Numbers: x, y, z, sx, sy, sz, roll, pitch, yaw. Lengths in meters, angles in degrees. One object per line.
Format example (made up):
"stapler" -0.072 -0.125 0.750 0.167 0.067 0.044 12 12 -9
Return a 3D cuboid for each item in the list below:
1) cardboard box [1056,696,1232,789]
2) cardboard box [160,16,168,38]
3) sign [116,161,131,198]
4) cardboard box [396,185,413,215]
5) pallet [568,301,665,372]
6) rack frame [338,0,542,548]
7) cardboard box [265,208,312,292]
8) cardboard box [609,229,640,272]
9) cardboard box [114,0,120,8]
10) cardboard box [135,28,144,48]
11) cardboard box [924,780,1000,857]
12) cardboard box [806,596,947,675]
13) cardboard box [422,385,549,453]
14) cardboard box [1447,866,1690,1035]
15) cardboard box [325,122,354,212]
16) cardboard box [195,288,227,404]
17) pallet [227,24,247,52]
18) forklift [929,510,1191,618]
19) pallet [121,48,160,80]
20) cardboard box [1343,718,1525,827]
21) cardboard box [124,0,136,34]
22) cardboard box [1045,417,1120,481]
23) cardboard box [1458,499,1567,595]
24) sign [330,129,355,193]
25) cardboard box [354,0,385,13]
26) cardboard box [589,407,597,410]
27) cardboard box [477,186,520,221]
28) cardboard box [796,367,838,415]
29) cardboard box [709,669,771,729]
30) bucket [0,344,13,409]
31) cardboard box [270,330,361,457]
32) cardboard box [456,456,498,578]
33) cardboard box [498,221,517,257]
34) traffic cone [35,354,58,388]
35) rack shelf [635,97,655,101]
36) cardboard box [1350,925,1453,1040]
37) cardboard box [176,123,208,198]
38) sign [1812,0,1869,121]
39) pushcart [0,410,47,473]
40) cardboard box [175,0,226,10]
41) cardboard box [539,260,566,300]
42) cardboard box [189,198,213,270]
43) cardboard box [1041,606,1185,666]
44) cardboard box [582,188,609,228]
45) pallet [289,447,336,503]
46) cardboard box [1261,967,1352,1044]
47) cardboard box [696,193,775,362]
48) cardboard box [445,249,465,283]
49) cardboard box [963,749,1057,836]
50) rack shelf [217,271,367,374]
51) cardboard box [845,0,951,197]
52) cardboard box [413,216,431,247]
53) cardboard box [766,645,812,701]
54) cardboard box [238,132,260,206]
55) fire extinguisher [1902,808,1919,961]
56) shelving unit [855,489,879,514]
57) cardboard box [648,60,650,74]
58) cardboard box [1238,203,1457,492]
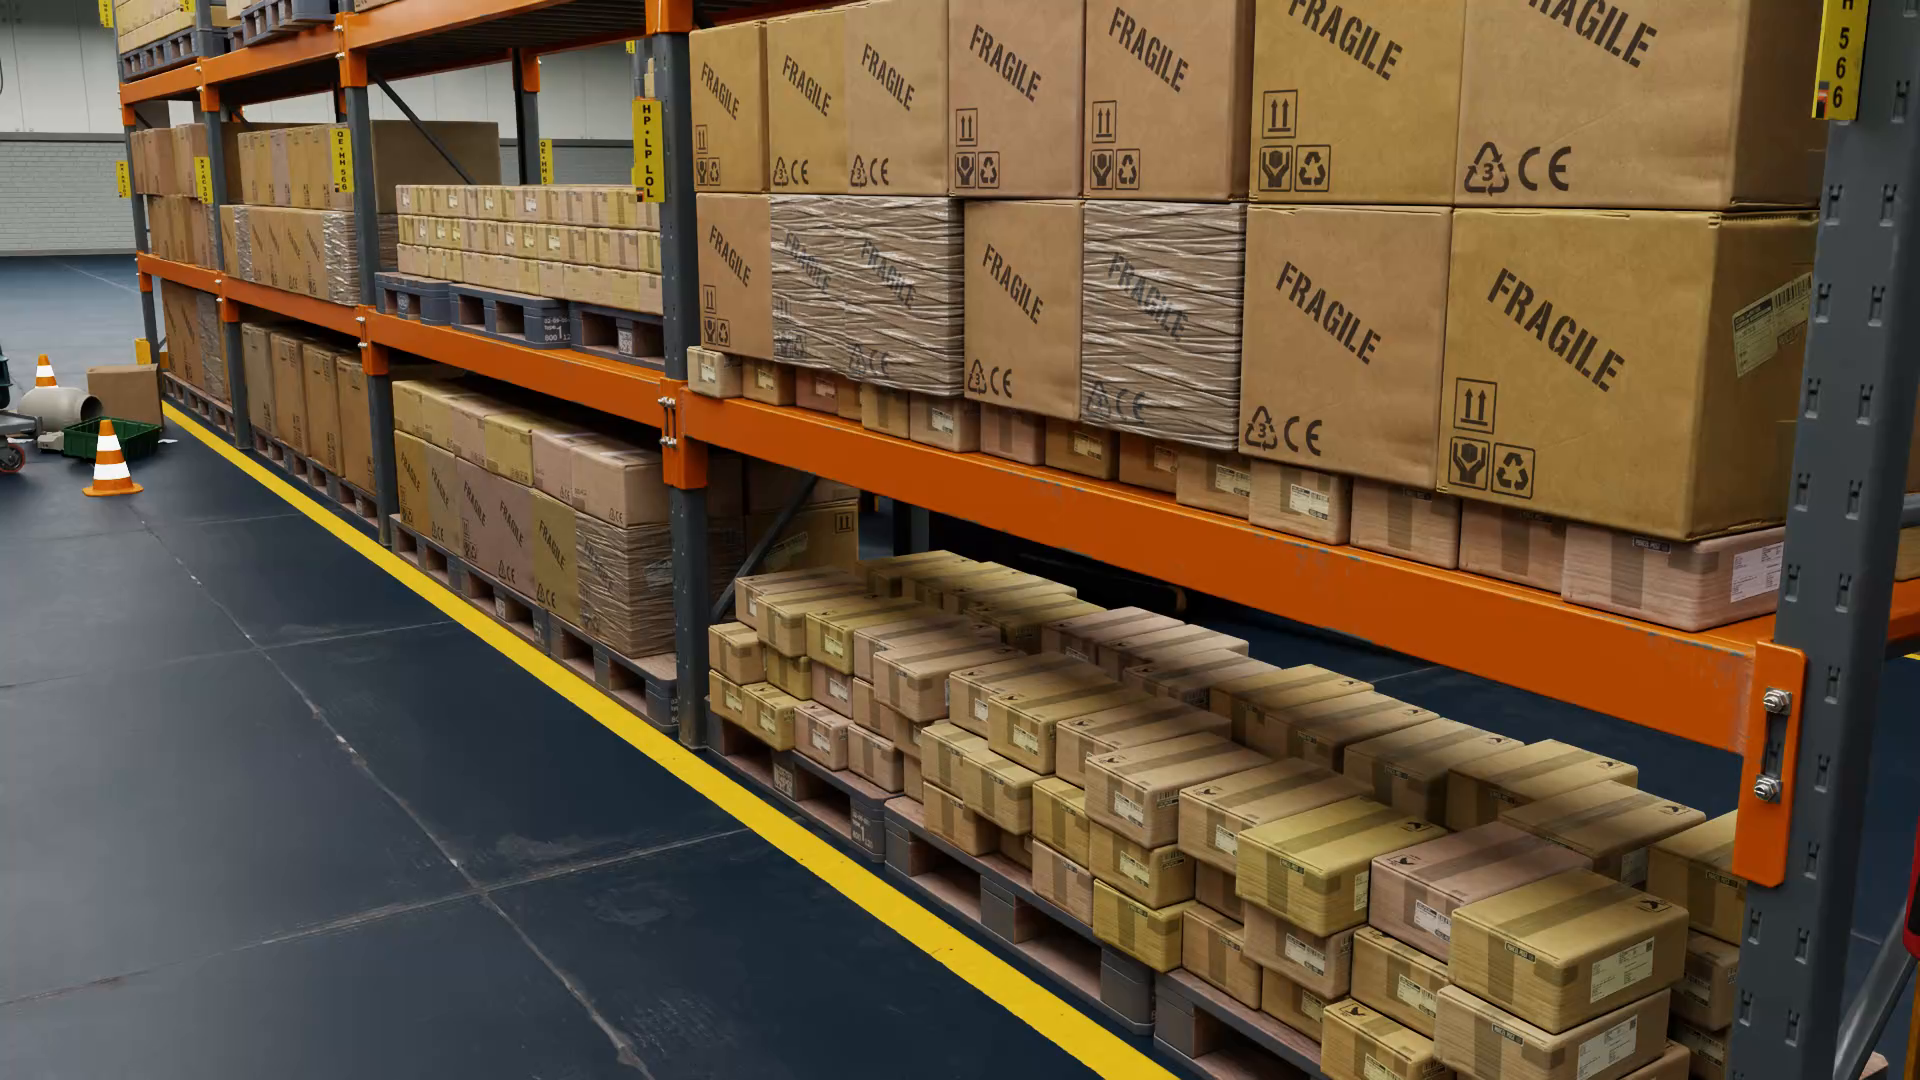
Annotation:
"cardboard box" 0.466 0.528 4.222 0.380 0.149 0.250 -9 15 -35
"cardboard box" -6.029 -4.006 13.007 0.380 0.149 0.250 -8 15 -32
"sign" -7.679 -3.310 15.264 0.100 0.325 0.005 -8 15 -33
"cardboard box" -2.684 -1.757 8.588 0.380 0.149 0.250 -8 15 -33
"pallet" -0.868 -0.838 6.622 1.003 0.211 1.213 -8 15 -33
"rack frame" -2.781 -1.490 9.154 1.000 3.000 0.127 -8 15 -33
"cardboard box" -4.094 -1.856 10.592 0.500 0.500 0.500 -8 15 -32
"cardboard box" -1.097 -1.101 6.282 0.380 0.149 0.250 -8 15 -32
"cardboard box" -7.294 -4.802 14.782 0.380 0.149 0.250 -8 15 -32
"cardboard box" -6.731 -4.231 14.038 0.380 0.149 0.250 -8 15 -33
"cardboard box" 0.122 0.738 4.657 0.380 0.149 0.250 -9 15 -34
"cardboard box" -0.262 0.299 5.270 0.380 0.149 0.250 -8 15 -34
"cardboard box" -2.320 -0.599 8.192 0.500 0.250 0.500 -8 15 -33
"cardboard box" 1.147 0.766 3.138 0.380 0.149 0.250 -8 15 -32
"cardboard box" -3.303 -2.198 9.818 0.700 0.500 0.500 -8 15 -34
"cardboard box" -5.790 -1.649 13.870 0.875 0.875 0.875 -8 15 -32
"pallet" -4.449 -3.416 11.388 0.805 0.209 1.217 -9 15 -35
"forklift" 1.121 -1.187 7.931 1.130 2.935 3.031 -12 17 -44
"pallet" -6.794 -4.204 14.752 1.003 0.211 1.213 -8 15 -33
"cardboard box" 1.151 0.567 4.044 0.380 0.149 0.250 -9 15 -36
"cardboard box" -6.878 -4.498 14.325 0.500 0.250 0.500 -8 15 -33
"cardboard box" 0.434 -0.254 4.089 0.380 0.149 0.250 -8 15 -32
"cardboard box" 1.128 -0.018 3.010 0.380 0.149 0.250 -8 15 -33
"sign" -3.242 -1.989 8.727 0.100 0.325 0.005 -8 15 -33
"cardboard box" -2.687 -2.871 8.215 0.500 0.500 0.500 -8 15 -33
"cardboard box" -1.627 -0.569 8.055 0.500 0.250 0.500 -8 15 -31
"cardboard box" -1.957 -1.524 7.524 0.380 0.149 0.250 -8 14 -31
"cardboard box" -0.284 -0.488 5.162 0.380 0.149 0.250 -9 15 -35
"cardboard box" -0.631 0.512 5.691 0.380 0.149 0.250 -9 15 -35
"bucket" -6.992 -1.096 11.457 0.726 0.611 0.620 -3 23 -13
"cardboard box" -4.048 -1.036 11.360 1.050 0.750 0.750 -8 15 -33
"cardboard box" -2.032 -0.138 7.841 0.500 0.500 0.500 -9 15 -34
"cardboard box" -1.813 -1.332 7.339 0.380 0.149 0.250 -7 14 -31
"traffic cone" -8.102 -1.411 14.731 0.336 0.463 0.334 -8 15 -33
"rack shelf" -1.921 -4.240 16.393 1.077 0.370 4.000 -8 15 -33
"cardboard box" 1.021 0.862 3.392 0.380 0.149 0.250 -9 15 -34
"cardboard box" -5.575 -2.956 12.979 0.875 0.550 0.550 -8 15 -33
"sign" 1.178 -0.725 2.206 0.100 0.325 0.005 -8 15 -33
"pushcart" -7.192 -0.595 11.201 0.936 0.377 1.648 9 15 35
"cardboard box" -5.484 -4.050 12.277 0.500 0.250 0.500 -8 15 -33
"cardboard box" -1.529 -1.092 6.941 0.380 0.149 0.250 -9 15 -35
"cardboard box" -5.536 -2.434 13.120 0.875 0.550 0.550 -8 15 -33
"cardboard box" 0.473 0.328 5.140 0.380 0.149 0.250 -9 15 -35
"cardboard box" -1.241 -1.294 6.470 0.380 0.149 0.250 -9 15 -35
"pallet" -3.827 -0.494 11.125 1.003 0.211 1.213 -8 15 -33
"cardboard box" 0.884 0.960 3.639 0.380 0.149 0.250 -8 15 -33
"cardboard box" -0.501 -0.855 5.319 0.500 0.500 0.500 -8 15 -34
"cardboard box" -2.252 -1.326 8.007 0.380 0.149 0.250 -7 14 -30
"cardboard box" 0.232 0.639 4.414 0.380 0.149 0.250 -8 15 -32
"rack shelf" -3.890 -1.494 10.858 1.077 0.370 4.000 -8 15 -33
"cardboard box" 0.035 -1.169 4.413 0.500 0.500 0.500 -8 15 -32
"cardboard box" -2.529 -1.560 8.383 0.380 0.149 0.250 -7 14 -30
"cardboard box" -0.416 0.400 5.504 0.380 0.149 0.250 -8 15 -32
"cardboard box" -4.718 -2.651 11.889 0.700 0.500 0.500 -8 15 -34
"fire extinguisher" 1.406 0.252 2.241 0.296 0.674 0.183 -8 15 -33
"shelving unit" -0.383 -0.790 9.465 0.587 1.500 1.083 -12 17 -42
"cardboard box" -3.069 -4.992 17.567 0.380 0.149 0.250 -8 15 -33
"cardboard box" 0.907 -0.403 3.253 0.500 0.500 0.500 -8 15 -34
